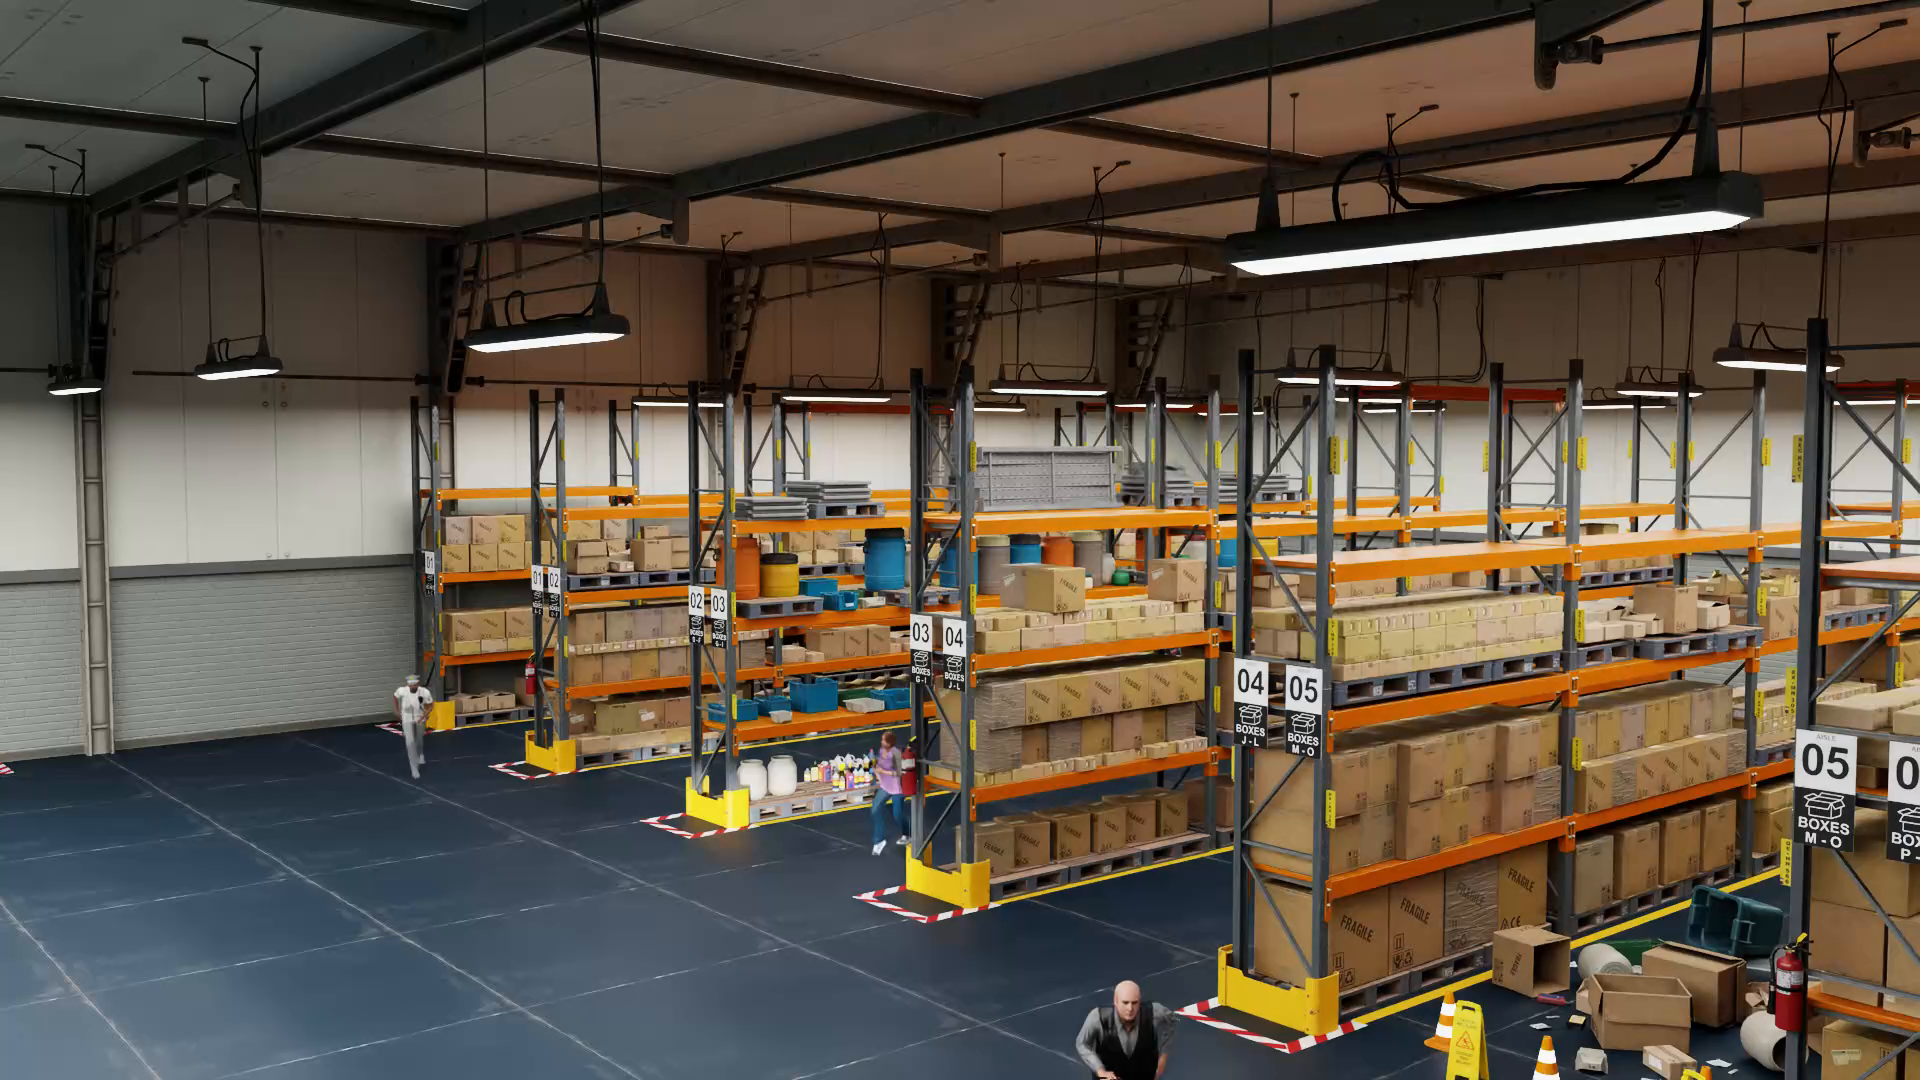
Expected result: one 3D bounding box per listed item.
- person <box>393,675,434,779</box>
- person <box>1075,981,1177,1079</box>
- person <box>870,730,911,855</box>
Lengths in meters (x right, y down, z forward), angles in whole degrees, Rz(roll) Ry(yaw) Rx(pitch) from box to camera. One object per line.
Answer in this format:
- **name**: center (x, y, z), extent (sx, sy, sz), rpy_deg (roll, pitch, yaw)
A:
- **person**: center (-8.509, 2.865, 25.956), extent (0.612, 1.627, 0.986), rpy_deg (-1, 3, -11)
- **person**: center (1.105, 3.696, 11.262), extent (0.696, 1.680, 1.009), rpy_deg (0, 3, -4)
- **person**: center (-0.809, 3.173, 20.871), extent (0.534, 1.635, 0.766), rpy_deg (3, 4, 41)
